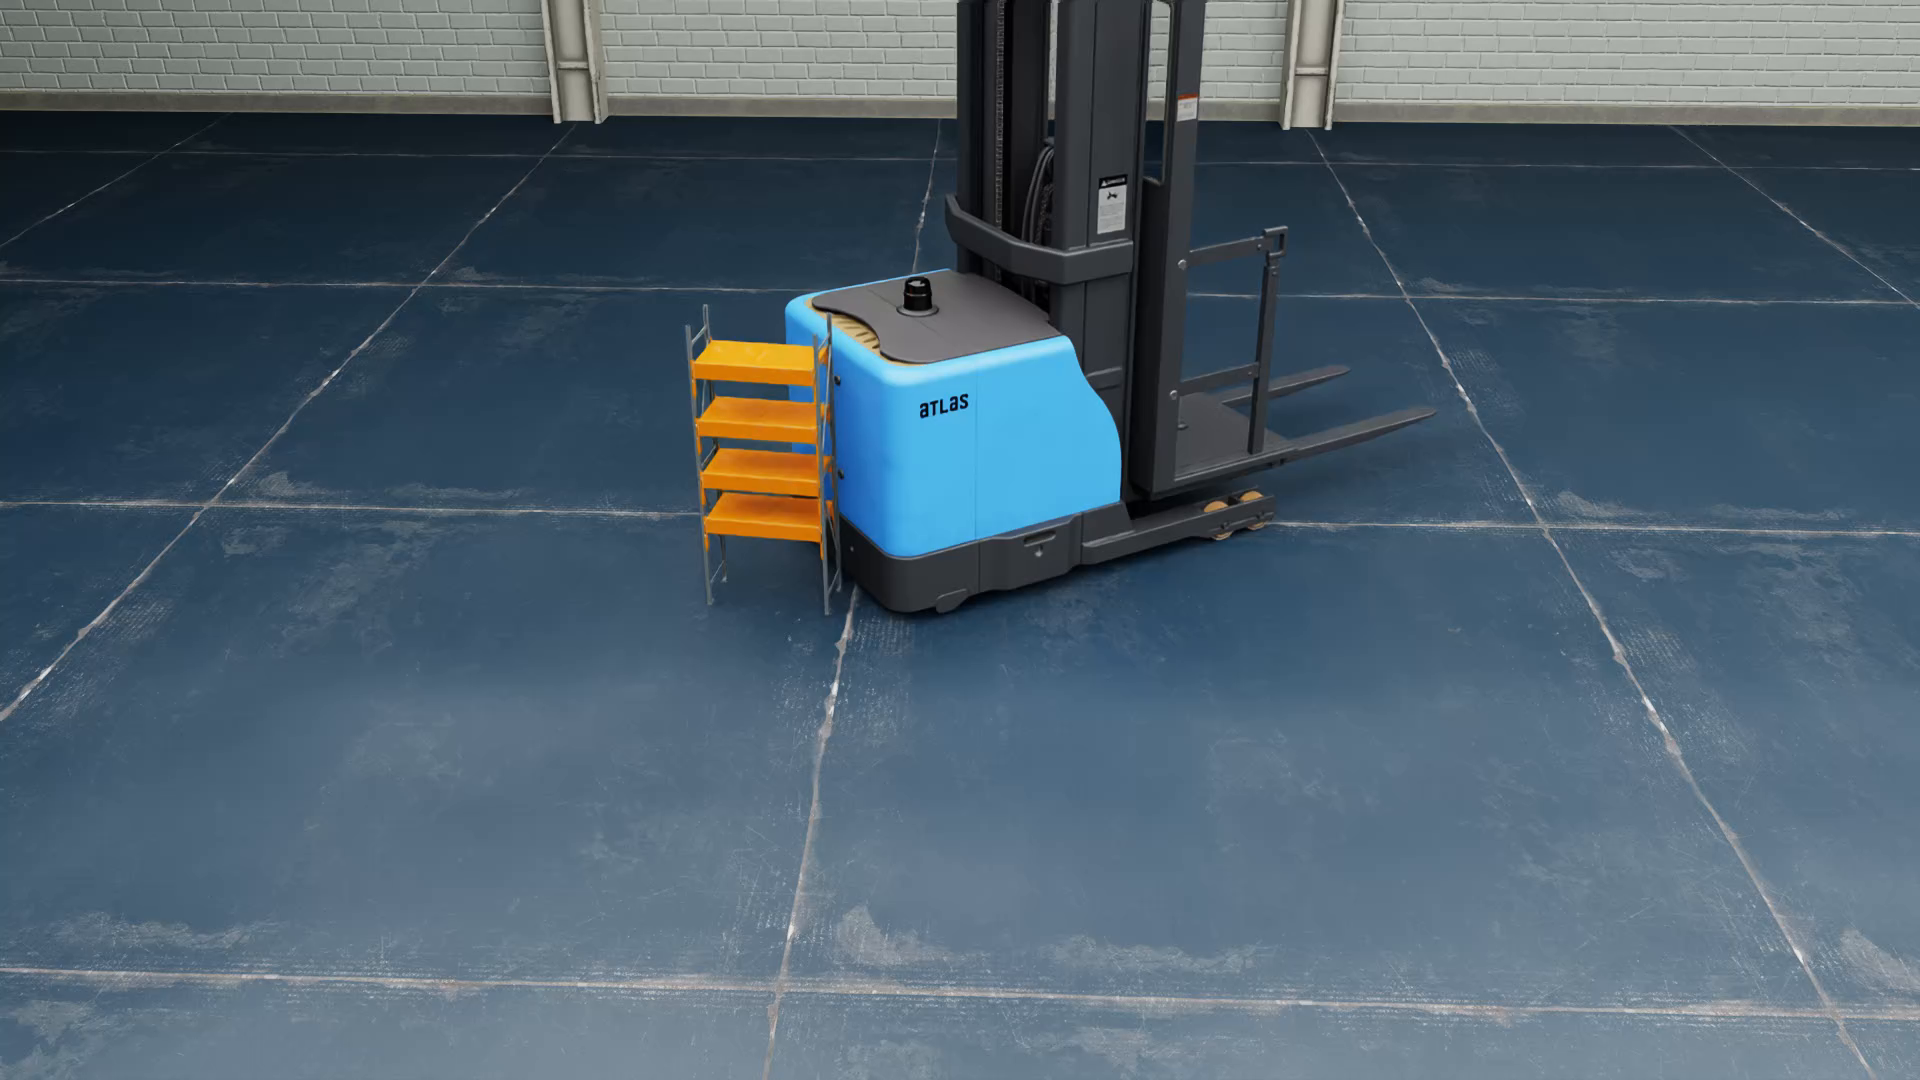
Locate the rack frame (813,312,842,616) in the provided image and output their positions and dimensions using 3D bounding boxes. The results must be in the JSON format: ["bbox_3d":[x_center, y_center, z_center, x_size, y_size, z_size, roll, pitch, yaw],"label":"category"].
[{"bbox_3d":[-0.515,-0.281,6.498,0.015,1.200,0.240,4,28,8],"label":"rack frame"}]

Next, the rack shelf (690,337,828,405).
[{"bbox_3d":[-0.756,-0.647,6.350,0.480,0.148,0.258,4,28,8],"label":"rack shelf"}]

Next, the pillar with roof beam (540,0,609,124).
[{"bbox_3d":[-3.311,-5.479,7.978,0.400,9.000,9.100,1,28,2],"label":"pillar with roof beam"}]

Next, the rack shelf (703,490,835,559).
[{"bbox_3d":[-0.756,-0.065,6.659,0.480,0.148,0.258,4,28,8],"label":"rack shelf"}]

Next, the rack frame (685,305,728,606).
[{"bbox_3d":[-0.997,-0.318,6.570,0.015,1.200,0.240,4,28,8],"label":"rack frame"}]

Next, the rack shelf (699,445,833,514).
[{"bbox_3d":[-0.756,-0.240,6.566,0.480,0.148,0.258,4,28,8],"label":"rack shelf"}]

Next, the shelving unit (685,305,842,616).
[{"bbox_3d":[-0.756,-0.300,6.534,0.503,1.200,0.258,4,28,8],"label":"shelving unit"}]

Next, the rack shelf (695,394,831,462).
[{"bbox_3d":[-0.756,-0.438,6.461,0.480,0.148,0.258,4,28,8],"label":"rack shelf"}]

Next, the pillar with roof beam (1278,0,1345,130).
[{"bbox_3d":[2.686,-5.380,7.791,0.400,9.000,9.100,1,28,2],"label":"pillar with roof beam"}]

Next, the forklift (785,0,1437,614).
[{"bbox_3d":[0.801,-1.493,6.938,3.031,2.935,1.130,-15,31,-26],"label":"forklift"}]
